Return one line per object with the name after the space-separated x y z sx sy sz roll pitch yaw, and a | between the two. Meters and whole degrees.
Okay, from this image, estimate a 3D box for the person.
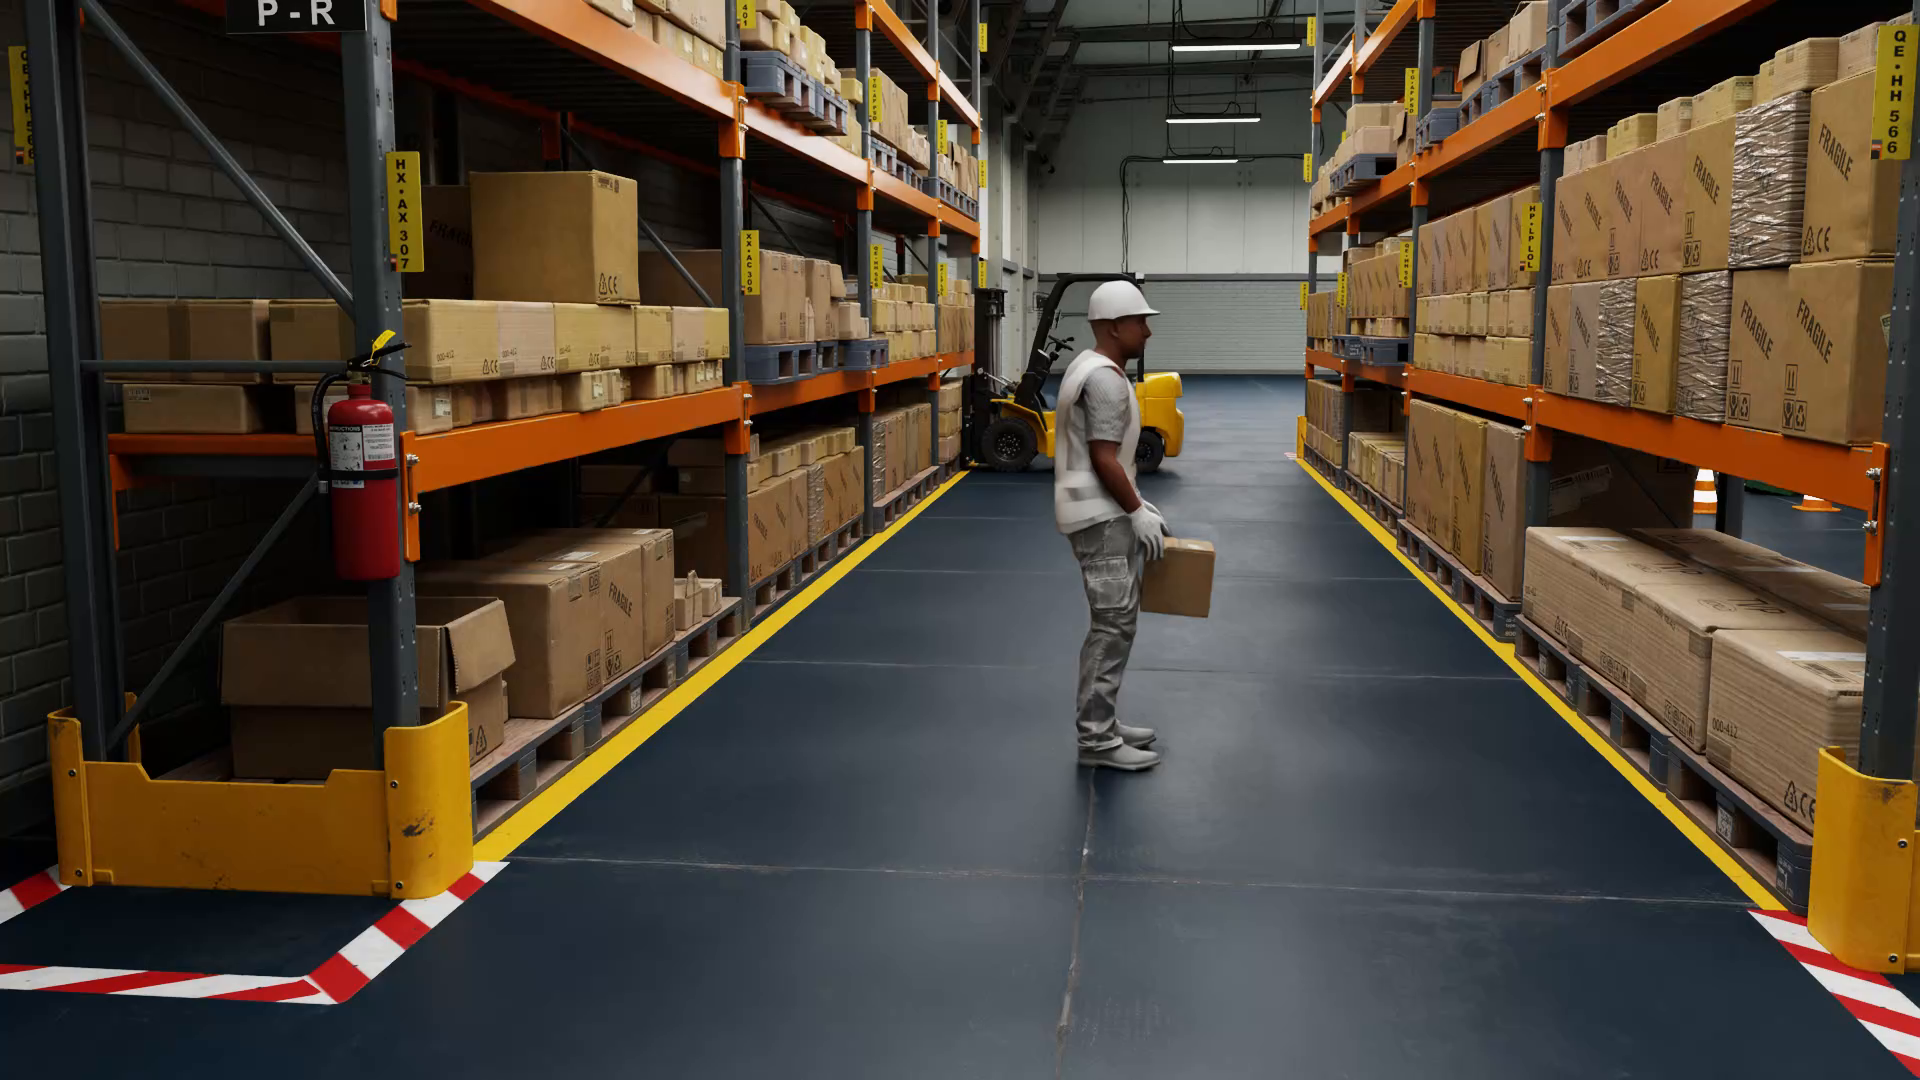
0.564 -0.067 6.220 0.430 1.784 0.565 1 8 5 | person
